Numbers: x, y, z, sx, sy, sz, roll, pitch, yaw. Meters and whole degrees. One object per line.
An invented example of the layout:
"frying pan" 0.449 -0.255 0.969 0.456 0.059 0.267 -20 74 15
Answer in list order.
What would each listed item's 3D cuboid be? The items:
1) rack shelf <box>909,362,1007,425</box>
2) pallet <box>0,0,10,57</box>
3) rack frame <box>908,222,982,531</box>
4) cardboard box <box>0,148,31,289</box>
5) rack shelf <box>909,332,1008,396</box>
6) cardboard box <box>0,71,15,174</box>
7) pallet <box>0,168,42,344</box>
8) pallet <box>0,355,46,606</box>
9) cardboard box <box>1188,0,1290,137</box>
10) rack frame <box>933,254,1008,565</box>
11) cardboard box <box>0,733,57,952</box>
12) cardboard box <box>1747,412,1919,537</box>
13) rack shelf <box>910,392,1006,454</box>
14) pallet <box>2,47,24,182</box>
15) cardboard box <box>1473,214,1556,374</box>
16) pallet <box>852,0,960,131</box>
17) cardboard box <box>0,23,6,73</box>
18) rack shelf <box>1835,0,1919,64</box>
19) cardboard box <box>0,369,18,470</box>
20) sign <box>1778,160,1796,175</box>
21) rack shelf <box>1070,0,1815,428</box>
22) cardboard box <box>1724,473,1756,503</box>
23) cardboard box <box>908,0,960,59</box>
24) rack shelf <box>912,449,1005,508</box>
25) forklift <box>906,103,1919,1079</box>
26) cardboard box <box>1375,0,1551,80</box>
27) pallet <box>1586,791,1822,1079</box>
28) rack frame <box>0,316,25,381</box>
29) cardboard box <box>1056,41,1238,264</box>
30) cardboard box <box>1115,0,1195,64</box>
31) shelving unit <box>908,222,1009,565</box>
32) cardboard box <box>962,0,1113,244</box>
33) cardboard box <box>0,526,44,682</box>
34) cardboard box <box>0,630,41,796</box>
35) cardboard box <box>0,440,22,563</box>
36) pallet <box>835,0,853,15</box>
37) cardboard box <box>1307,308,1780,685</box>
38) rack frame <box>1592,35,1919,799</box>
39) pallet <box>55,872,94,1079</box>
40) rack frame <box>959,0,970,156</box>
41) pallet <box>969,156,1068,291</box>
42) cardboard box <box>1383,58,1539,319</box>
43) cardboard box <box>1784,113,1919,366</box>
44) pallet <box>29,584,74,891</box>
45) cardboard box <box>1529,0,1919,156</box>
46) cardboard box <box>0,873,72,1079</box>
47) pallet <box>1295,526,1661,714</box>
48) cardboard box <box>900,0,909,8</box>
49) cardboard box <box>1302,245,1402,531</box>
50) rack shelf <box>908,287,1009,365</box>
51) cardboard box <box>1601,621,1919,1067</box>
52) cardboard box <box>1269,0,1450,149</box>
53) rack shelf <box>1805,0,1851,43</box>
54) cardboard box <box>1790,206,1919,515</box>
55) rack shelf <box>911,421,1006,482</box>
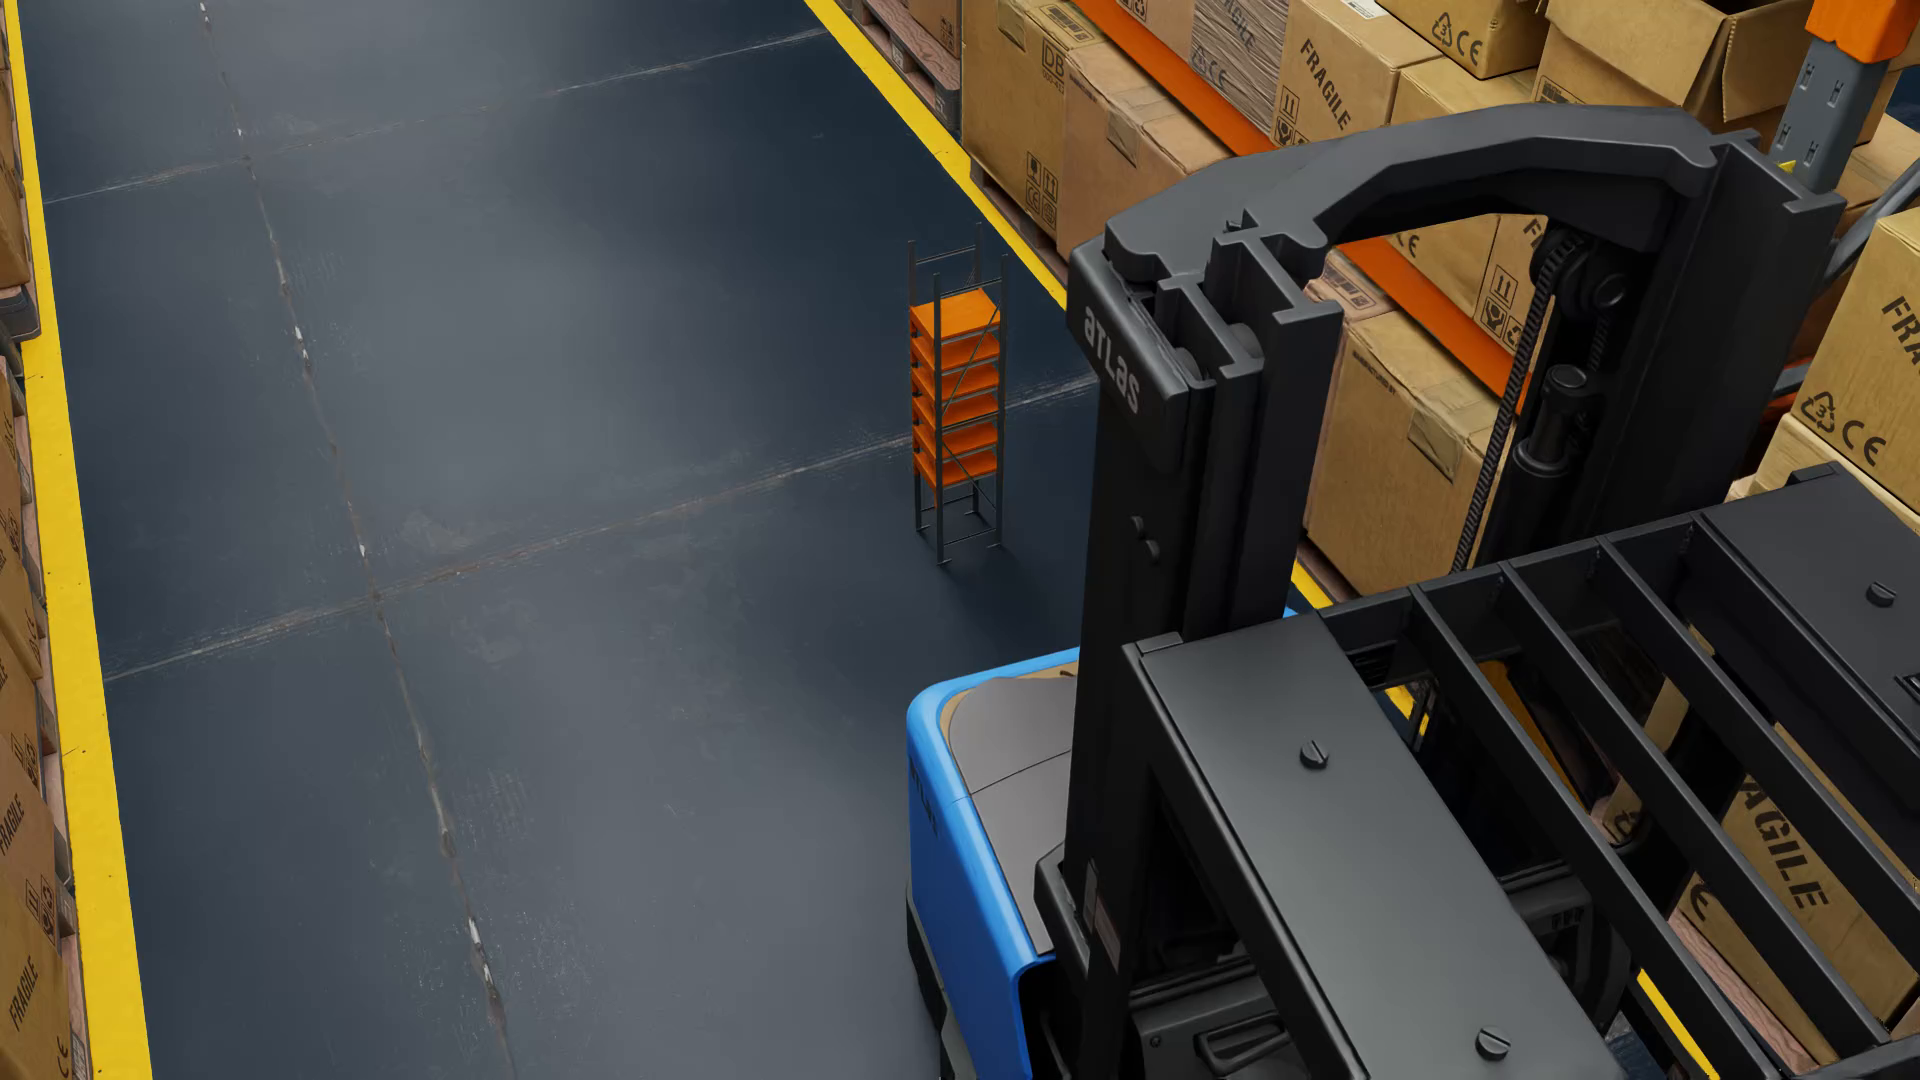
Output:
"rack shelf" -0.006 -0.490 5.285 0.258 0.103 0.180 -18 47 -17
"pallet" -5.355 -2.666 8.301 1.003 0.211 1.213 -18 47 -17
"rack frame" -0.045 -0.495 5.397 0.240 1.200 0.006 -18 47 -17
"cardboard box" -4.240 -1.342 6.277 1.050 0.750 0.750 -19 48 -18
"rack shelf" -0.006 -0.576 5.201 0.258 0.103 0.180 -18 47 -17
"cardboard box" -4.611 -1.898 6.841 1.050 0.750 0.750 -17 47 -17
"pallet" -4.329 -1.111 6.726 1.003 0.211 1.213 -18 47 -17
"pallet" -3.739 -0.088 5.689 1.003 0.211 1.213 -18 47 -17
"cardboard box" 1.080 -1.652 5.218 0.500 0.500 0.500 -18 47 -17
"rack frame" 0.032 -0.378 5.279 0.240 1.200 0.006 -18 47 -17
"cardboard box" -2.678 0.825 4.259 0.500 0.500 0.500 -16 47 -16
"cardboard box" 2.118 -0.106 3.617 0.500 0.250 0.500 -19 48 -18
"rack shelf" -0.006 -0.405 5.369 0.258 0.103 0.180 -18 47 -17
"pallet" -4.838 -1.887 7.512 1.003 0.211 1.213 -18 47 -17
"cardboard box" 1.714 -0.683 4.236 0.500 0.500 0.500 -18 47 -17
"pallet" 0.149 -2.485 8.118 1.003 0.211 1.213 -18 47 -17
"cardboard box" -5.003 -2.492 7.442 1.050 0.750 0.750 -18 47 -17
"rack shelf" 2.999 0.033 1.958 1.077 0.370 4.000 -18 47 -17
"cardboard box" -3.552 -0.496 5.598 0.500 0.500 0.500 -18 47 -18
"sign" 1.670 -0.648 3.503 0.100 0.325 0.005 -18 47 -17
"rack shelf" 1.318 -1.449 5.595 1.077 0.370 4.000 -18 47 -17
"cardboard box" 1.981 -0.054 3.848 0.380 0.149 0.250 -18 47 -17
"cardboard box" 0.177 -2.667 7.784 0.700 0.500 0.500 -20 48 -19
"rack shelf" -0.006 -0.234 5.538 0.258 0.103 0.180 -18 47 -17
"forklift" 0.811 0.944 2.707 1.130 2.935 3.031 -13 46 -13
"cardboard box" 1.604 -1.668 4.520 0.797 0.503 0.637 -18 47 -17
"pallet" 2.407 1.070 4.515 1.003 0.211 1.213 -18 47 -17
"rack frame" -4.066 -1.579 5.214 1.000 3.000 0.127 -18 47 -17
"cardboard box" 1.116 -1.356 6.203 1.225 0.875 0.875 -18 47 -17
"cardboard box" 0.872 -1.971 5.541 0.500 0.500 0.500 -19 48 -18
"shelving unit" -0.006 -0.436 5.338 0.258 1.200 0.189 -18 47 -17
"cardboard box" 0.748 -1.927 6.781 1.225 0.875 0.875 -20 48 -19
"cardboard box" -3.100 0.168 4.925 0.500 0.500 0.500 -20 48 -19
"cardboard box" -2.911 0.495 4.594 0.500 0.500 0.500 -17 47 -17
"cardboard box" -3.337 -0.164 5.262 0.500 0.500 0.500 -16 47 -16
"pallet" -0.360 -3.261 8.905 1.003 0.211 1.213 -18 47 -17
"cardboard box" 1.871 -0.225 5.056 1.225 0.875 0.875 -18 47 -17
"rack frame" 2.159 -0.430 4.050 1.000 3.000 0.127 -18 47 -17
"pallet" -2.713 1.467 4.113 1.003 0.211 1.213 -18 47 -17
"rack frame" 0.477 -2.979 6.634 1.000 3.000 0.127 -18 47 -17
"pallet" 0.740 -1.462 7.081 1.003 0.211 1.213 -18 47 -17
"cardboard box" 1.512 -1.001 4.557 0.500 0.500 0.500 -17 47 -16
"cardboard box" 2.192 -0.833 4.387 0.500 0.500 0.500 -18 47 -17
"pallet" -3.230 0.688 4.902 1.003 0.211 1.213 -18 47 -17
"cardboard box" 1.882 -1.228 4.073 0.797 0.503 0.637 -19 48 -18
"cardboard box" -2.454 1.161 3.918 0.500 0.500 0.500 -16 47 -16
"pallet" 1.766 0.093 5.506 1.003 0.211 1.213 -18 47 -17
"cardboard box" -0.068 -3.017 8.138 0.700 0.500 0.500 -22 49 -21
"cardboard box" 1.495 -0.795 5.633 1.225 0.875 0.875 -20 48 -19
"rack shelf" -0.006 -0.661 5.116 0.258 0.103 0.180 -18 47 -17
"cardboard box" 2.363 0.621 4.199 0.875 0.875 0.875 -18 47 -17
"cardboard box" 1.286 -1.331 4.893 0.500 0.500 0.500 -19 48 -18
"rack shelf" 1.318 -2.516 4.541 1.077 0.370 4.000 -18 47 -17
"cardboard box" 2.128 -0.369 3.349 0.500 0.500 0.500 -18 47 -17
"rack shelf" -0.006 -0.319 5.453 0.258 0.103 0.180 -18 47 -17
